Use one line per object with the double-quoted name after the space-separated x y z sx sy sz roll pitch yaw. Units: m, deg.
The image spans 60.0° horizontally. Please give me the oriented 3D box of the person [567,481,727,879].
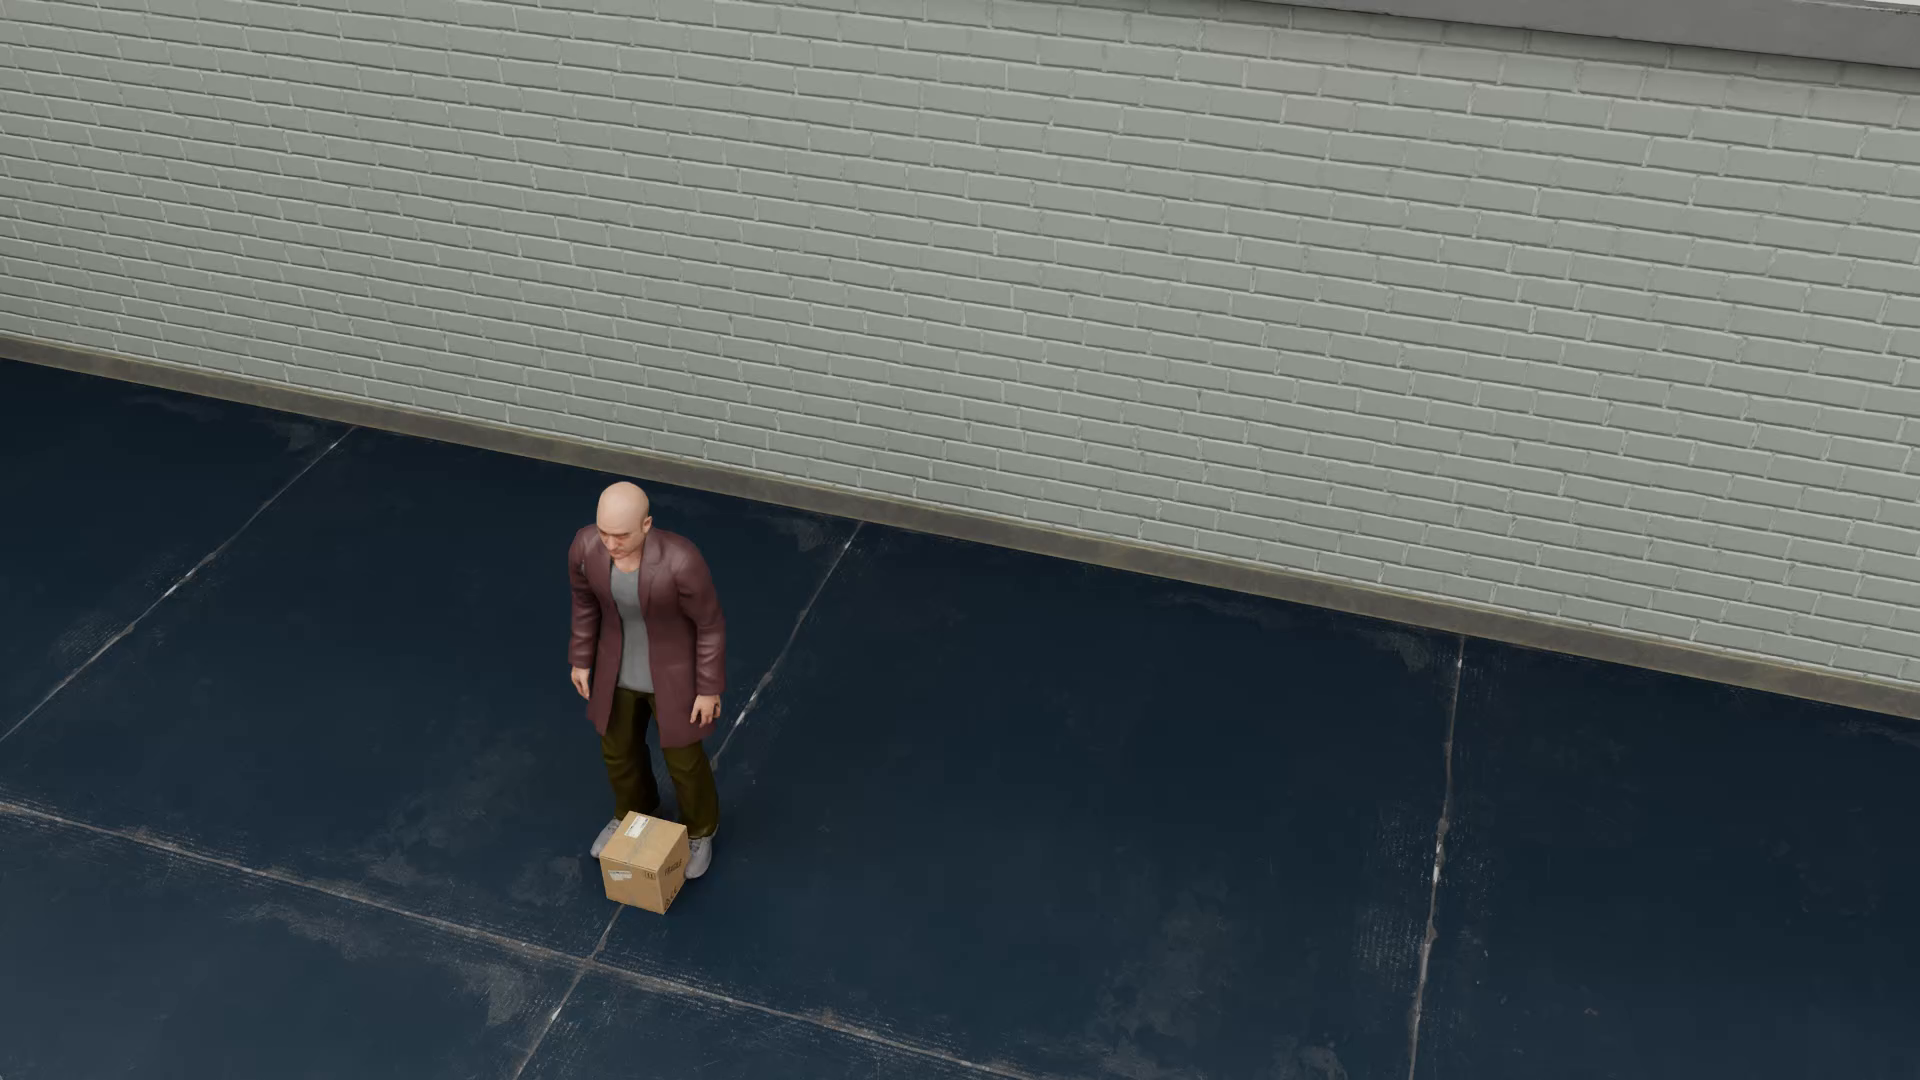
-1.164 0.505 6.224 0.644 1.774 0.425 11 38 14 "person"
